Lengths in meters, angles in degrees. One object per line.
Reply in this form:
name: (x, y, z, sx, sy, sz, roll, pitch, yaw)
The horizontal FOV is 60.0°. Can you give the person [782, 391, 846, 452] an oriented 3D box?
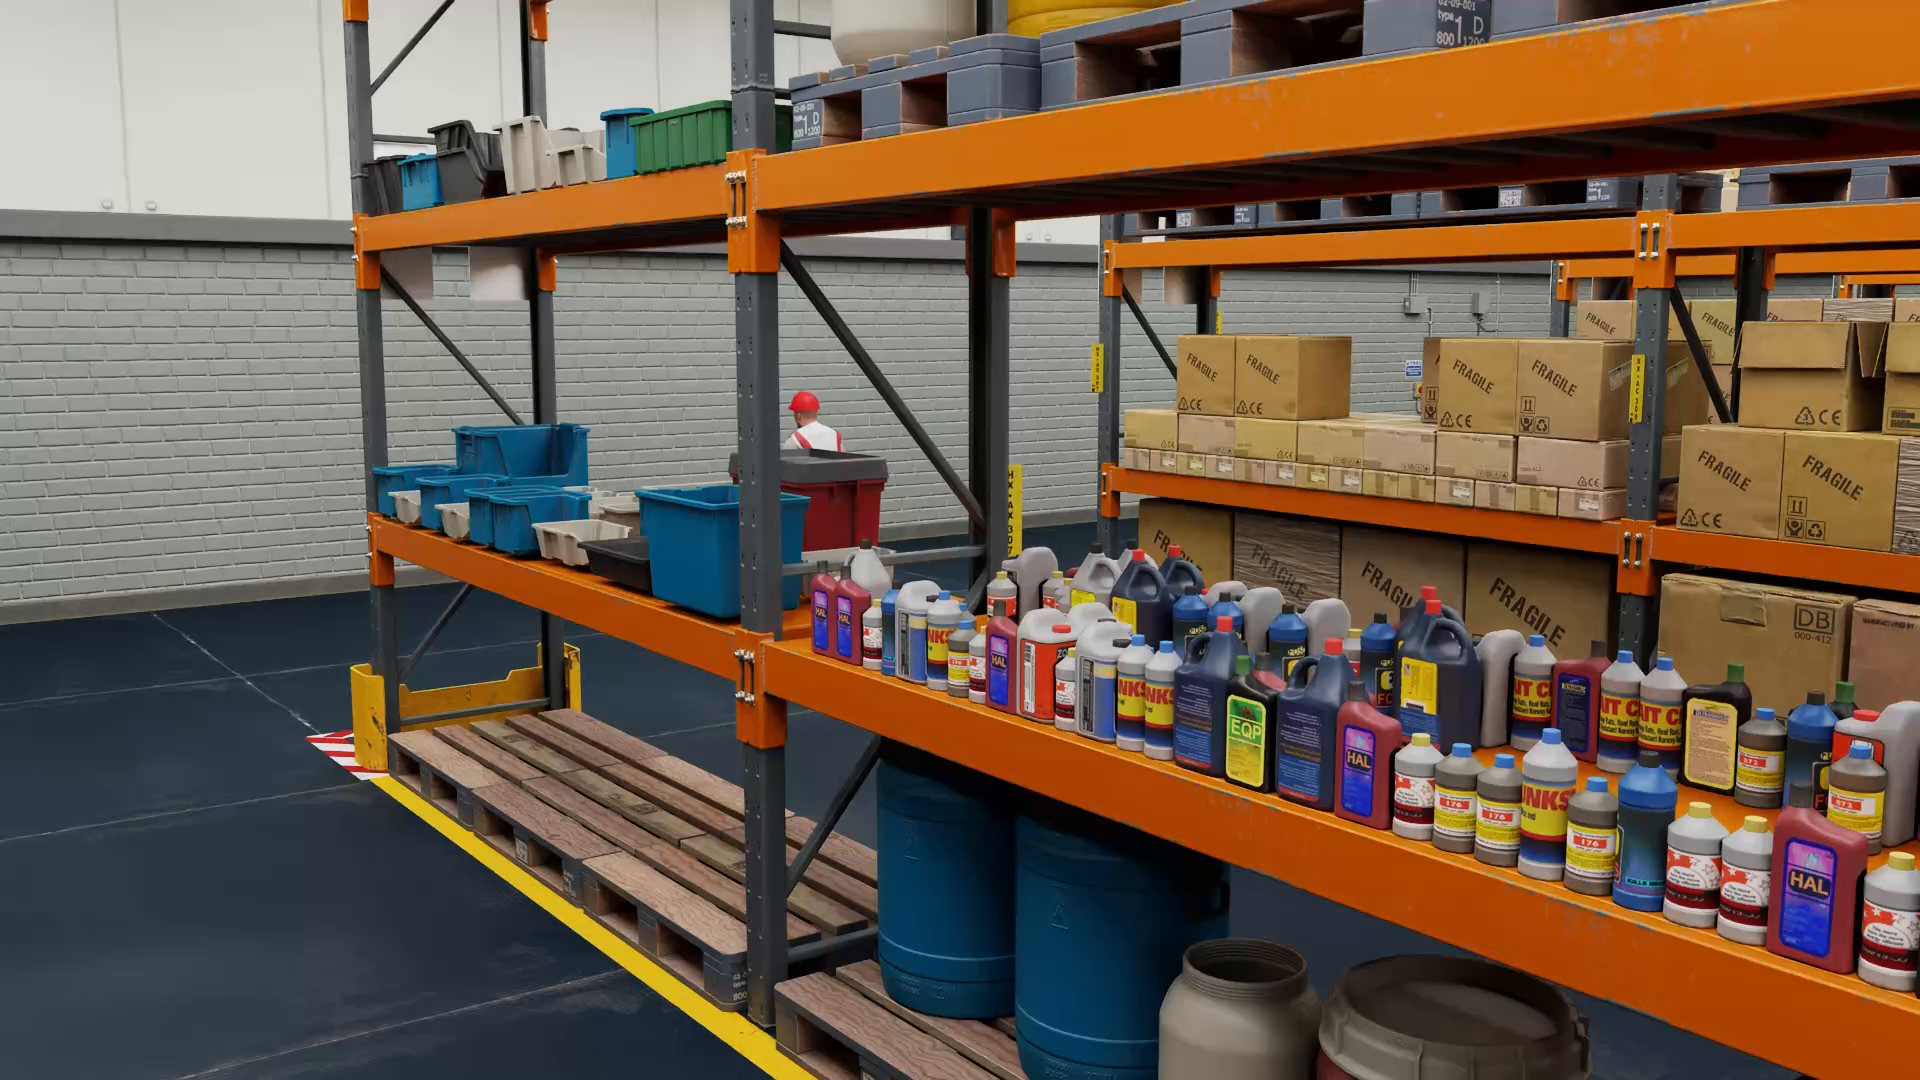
person: (-1.082, -0.207, 12.290, 0.604, 1.777, 0.453, -6, 10, -38)
